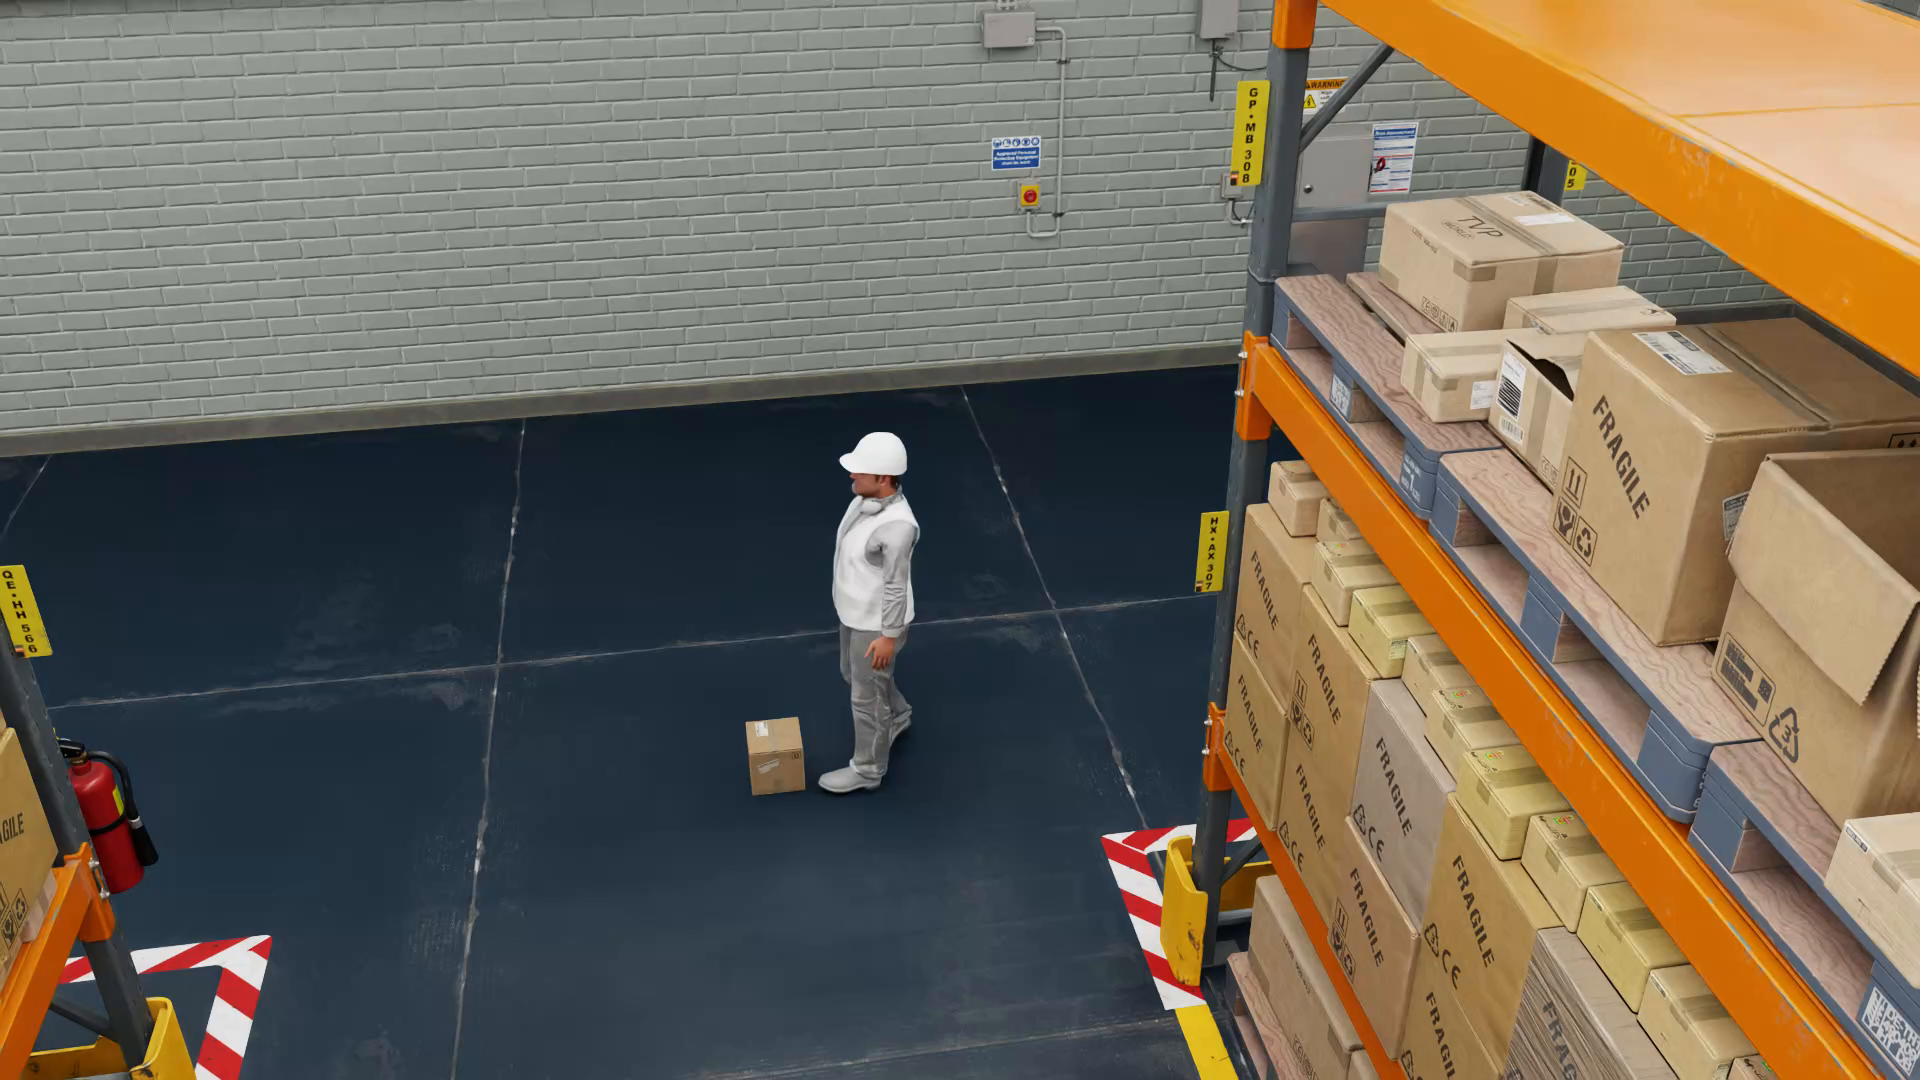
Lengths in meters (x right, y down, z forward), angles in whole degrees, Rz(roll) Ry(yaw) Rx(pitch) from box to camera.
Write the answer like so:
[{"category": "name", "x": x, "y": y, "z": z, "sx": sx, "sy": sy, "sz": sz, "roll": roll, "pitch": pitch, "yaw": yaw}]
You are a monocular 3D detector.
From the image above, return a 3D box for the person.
[{"category": "person", "x": -0.438, "y": 0.325, "z": 7.552, "sx": 0.536, "sy": 1.773, "sz": 0.558, "roll": -8, "pitch": 31, "yaw": -13}]
